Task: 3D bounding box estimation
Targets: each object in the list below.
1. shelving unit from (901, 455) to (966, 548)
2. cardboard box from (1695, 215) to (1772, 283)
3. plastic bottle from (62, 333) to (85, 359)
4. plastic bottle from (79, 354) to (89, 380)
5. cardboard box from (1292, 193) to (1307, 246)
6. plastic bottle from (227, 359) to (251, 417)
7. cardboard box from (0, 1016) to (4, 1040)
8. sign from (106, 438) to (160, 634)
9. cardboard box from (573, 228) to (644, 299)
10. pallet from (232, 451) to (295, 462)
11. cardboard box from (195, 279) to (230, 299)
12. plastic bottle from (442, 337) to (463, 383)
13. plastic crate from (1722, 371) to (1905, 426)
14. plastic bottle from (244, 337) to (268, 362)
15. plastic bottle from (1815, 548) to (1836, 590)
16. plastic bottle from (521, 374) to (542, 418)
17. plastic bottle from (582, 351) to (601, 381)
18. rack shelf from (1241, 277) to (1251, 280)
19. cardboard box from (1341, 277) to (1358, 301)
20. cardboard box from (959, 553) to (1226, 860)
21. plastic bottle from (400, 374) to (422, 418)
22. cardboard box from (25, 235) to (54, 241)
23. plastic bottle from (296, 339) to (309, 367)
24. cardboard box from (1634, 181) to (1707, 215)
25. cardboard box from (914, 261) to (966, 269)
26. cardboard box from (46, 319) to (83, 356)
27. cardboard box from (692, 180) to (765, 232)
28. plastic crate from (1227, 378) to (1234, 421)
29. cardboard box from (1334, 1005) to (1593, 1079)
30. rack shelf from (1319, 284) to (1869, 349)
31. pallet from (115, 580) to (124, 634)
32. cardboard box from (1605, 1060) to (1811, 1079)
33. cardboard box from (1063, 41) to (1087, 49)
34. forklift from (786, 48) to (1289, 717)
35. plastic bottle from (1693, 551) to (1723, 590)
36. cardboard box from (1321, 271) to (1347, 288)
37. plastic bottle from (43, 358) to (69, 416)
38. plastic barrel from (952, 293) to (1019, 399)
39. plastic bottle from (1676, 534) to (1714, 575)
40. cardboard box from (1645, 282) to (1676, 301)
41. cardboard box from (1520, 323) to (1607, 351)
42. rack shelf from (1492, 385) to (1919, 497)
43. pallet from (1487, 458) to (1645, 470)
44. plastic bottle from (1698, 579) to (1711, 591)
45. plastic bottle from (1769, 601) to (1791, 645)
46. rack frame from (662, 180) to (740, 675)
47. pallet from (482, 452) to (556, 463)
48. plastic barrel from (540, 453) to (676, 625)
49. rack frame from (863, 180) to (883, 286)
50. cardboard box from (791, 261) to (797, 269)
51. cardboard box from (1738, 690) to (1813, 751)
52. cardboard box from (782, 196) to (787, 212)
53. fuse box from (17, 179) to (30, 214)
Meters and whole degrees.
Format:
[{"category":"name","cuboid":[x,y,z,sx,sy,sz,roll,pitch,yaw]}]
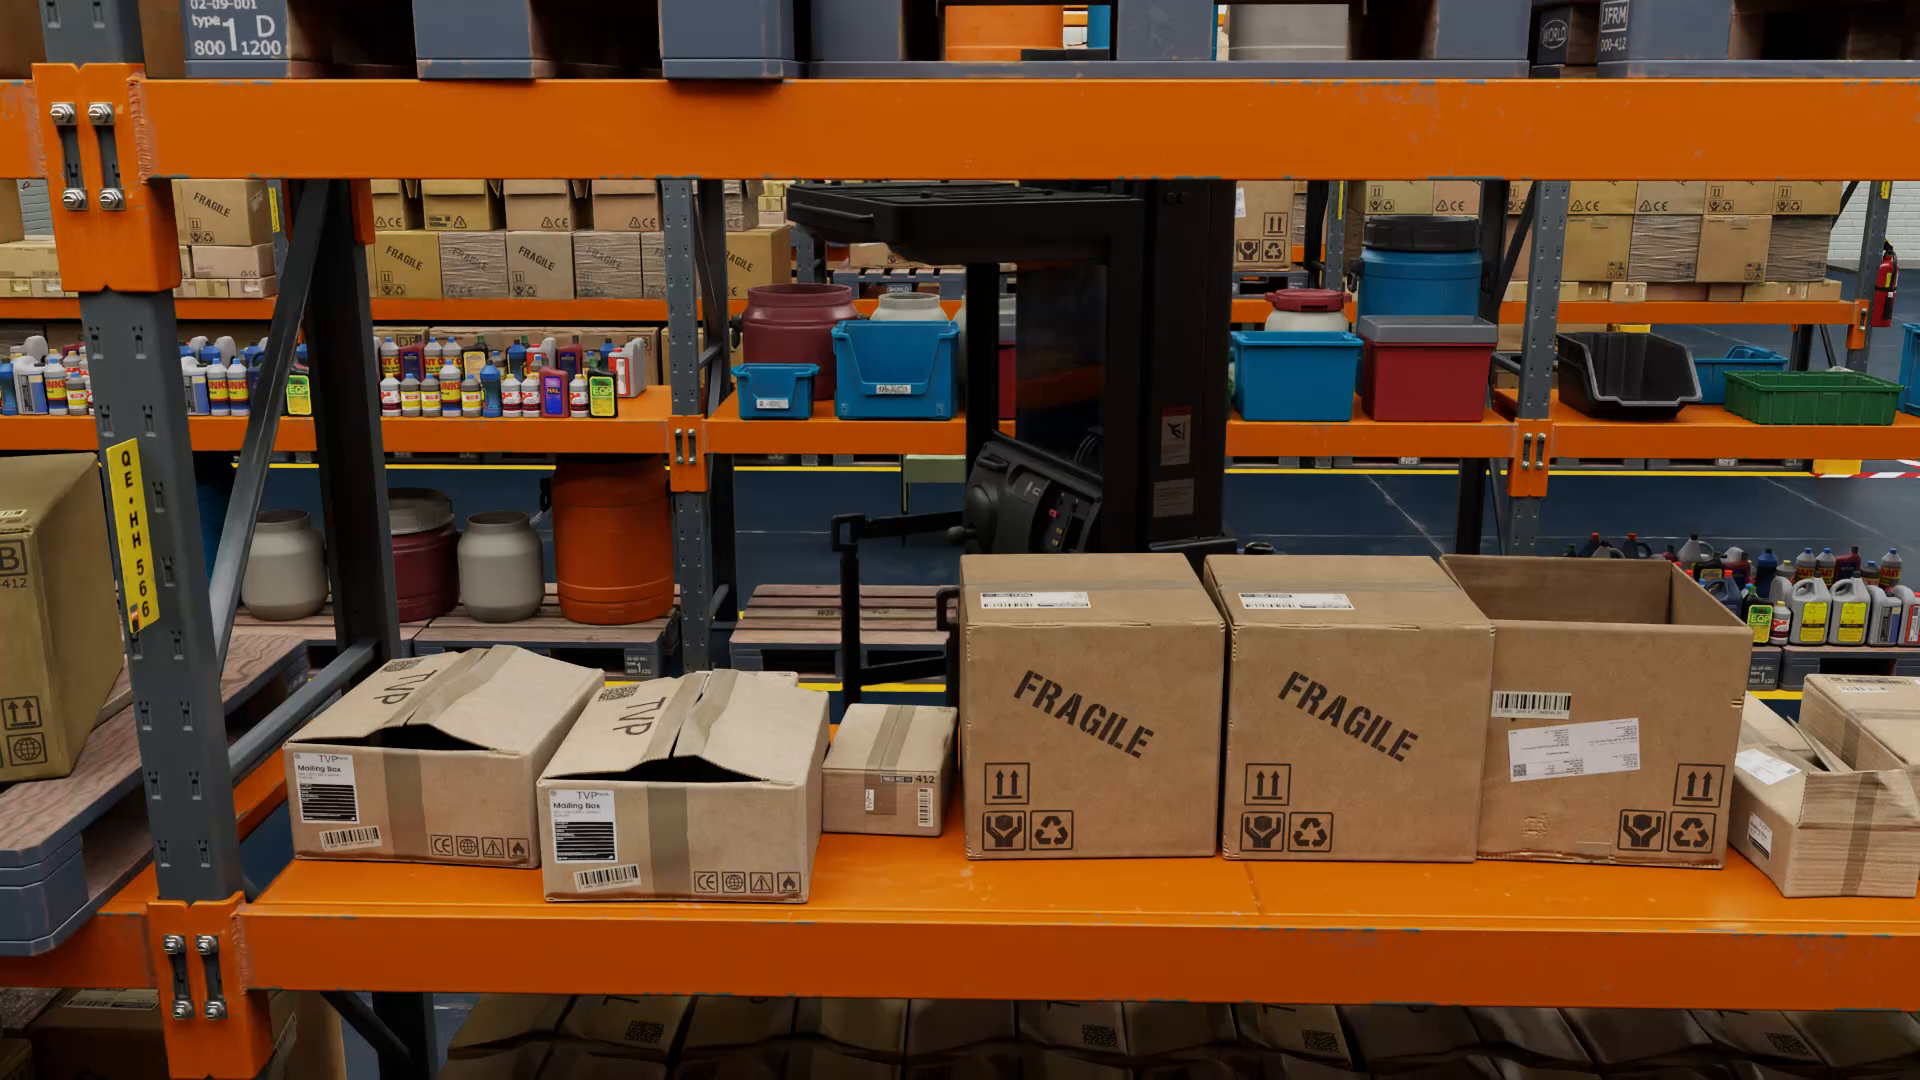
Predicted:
[{"category":"shelving unit","cuboid":[0.007,-0.725,10.649,0.755,1.500,0.431,0,15,1]},{"category":"cardboard box","cuboid":[5.780,-2.274,12.801,0.500,0.500,0.875,0,15,1]},{"category":"plastic bottle","cuboid":[-4.656,-0.947,8.780,0.133,0.283,0.061,0,15,1]},{"category":"plastic bottle","cuboid":[-4.508,-0.863,8.622,0.097,0.201,0.097,0,15,0]},{"category":"cardboard box","cuboid":[3.430,-3.462,17.789,0.550,0.550,0.875,0,15,1]},{"category":"plastic bottle","cuboid":[-3.468,-0.735,8.000,0.097,0.271,0.097,0,15,0]},{"category":"cardboard box","cuboid":[-2.419,1.063,3.498,0.500,0.250,0.500,1,15,4]},{"category":"sign","cuboid":[-1.427,-0.008,2.875,0.005,0.325,0.100,0,15,1]},{"category":"cardboard box","cuboid":[-2.683,-2.146,12.900,0.500,0.500,0.500,0,15,0]},{"category":"pallet","cuboid":[-5.922,-0.853,13.661,1.213,0.211,1.003,0,15,1]},{"category":"cardboard box","cuboid":[-5.735,-1.975,12.940,0.250,0.149,0.380,1,15,3]},{"category":"plastic bottle","cuboid":[-2.658,-0.924,8.714,0.097,0.271,0.097,0,15,0]},{"category":"plastic crate","cuboid":[4.057,-0.678,7.947,0.662,0.188,0.450,0,15,1]},{"category":"plastic bottle","cuboid":[-3.653,-0.926,8.712,0.135,0.276,0.152,0,15,1]},{"category":"plastic bottle","cuboid":[4.558,0.177,8.774,0.097,0.271,0.097,0,15,0]},{"category":"plastic bottle","cuboid":[-2.053,-0.692,7.974,0.097,0.201,0.097,0,15,0]},{"category":"plastic bottle","cuboid":[-1.929,-0.885,8.705,0.097,0.201,0.097,0,15,0]},{"category":"rack shelf","cuboid":[1.062,-3.054,17.946,4.000,0.370,1.077,0,15,1]},{"category":"cardboard box","cuboid":[3.041,-1.925,12.749,0.250,0.149,0.380,0,15,1]},{"category":"cardboard box","cuboid":[0.256,0.334,3.498,0.500,0.500,0.500,0,15,-2]},{"category":"plastic bottle","cuboid":[-2.637,-0.696,7.988,0.097,0.201,0.097,0,15,0]},{"category":"cardboard box","cuboid":[-7.656,-2.332,13.510,0.500,0.250,0.500,0,15,0]},{"category":"plastic bottle","cuboid":[-3.404,-0.913,8.674,0.097,0.271,0.097,0,15,0]},{"category":"cardboard box","cuboid":[5.276,-2.721,12.533,0.500,0.500,0.500,0,15,1]},{"category":"cardboard box","cuboid":[-0.064,-2.431,13.154,0.500,0.500,0.700,3,15,10]},{"category":"cardboard box","cuboid":[-6.722,-1.383,13.544,0.875,0.875,0.875,0,15,1]},{"category":"cardboard box","cuboid":[-1.896,-2.693,13.005,0.637,0.503,0.797,1,15,3]},{"category":"plastic crate","cuboid":[0.959,-0.699,8.023,0.662,0.188,0.450,0,15,1]},{"category":"cardboard box","cuboid":[1.152,1.183,3.944,0.500,0.311,0.500,0,15,0]},{"category":"rack shelf","cuboid":[4.833,-1.764,13.056,4.000,0.370,1.077,0,15,1]},{"category":"pallet","cuboid":[-4.520,0.450,8.720,1.213,0.211,1.003,0,15,1]},{"category":"cardboard box","cuboid":[1.644,1.325,3.403,0.500,0.311,0.500,1,15,3]},{"category":"cardboard box","cuboid":[1.303,-5.003,17.198,0.500,0.311,0.500,0,15,-1]},{"category":"forklift","cuboid":[0.044,-0.102,5.479,3.031,2.935,1.130,-6,16,-22]},{"category":"plastic bottle","cuboid":[3.896,0.199,8.667,0.133,0.283,0.061,0,15,1]},{"category":"cardboard box","cuboid":[3.056,-2.077,13.324,0.250,0.149,0.380,0,15,1]},{"category":"plastic bottle","cuboid":[-4.357,-0.741,8.022,0.097,0.271,0.097,0,15,0]},{"category":"plastic barrel","cuboid":[0.163,-0.987,8.481,0.421,0.512,0.421,0,15,0]},{"category":"plastic bottle","cuboid":[3.873,0.140,8.758,0.185,0.351,0.144,0,15,1]},{"category":"cardboard box","cuboid":[5.292,-1.930,12.769,0.250,0.149,0.380,0,15,1]},{"category":"cardboard box","cuboid":[6.380,-2.526,17.877,0.875,0.875,0.875,0,15,2]},{"category":"rack shelf","cuboid":[4.706,-0.501,8.268,4.000,0.370,1.077,0,15,1]},{"category":"pallet","cuboid":[4.728,-0.774,13.359,1.213,0.211,1.003,0,15,1]},{"category":"plastic bottle","cuboid":[3.651,0.326,8.210,0.097,0.271,0.097,0,15,0]},{"category":"plastic bottle","cuboid":[3.974,0.399,8.071,0.097,0.201,0.097,0,15,0]},{"category":"rack frame","cuboid":[-1.292,-0.888,8.325,0.127,3.000,1.000,0,15,1]},{"category":"pallet","cuboid":[-3.168,-0.836,13.593,1.213,0.211,1.003,0,15,1]},{"category":"plastic barrel","cuboid":[-1.781,-0.040,8.544,0.708,0.830,0.600,0,15,1]},{"category":"rack frame","cuboid":[-0.938,-3.415,17.904,0.127,3.000,1.000,0,15,1]},{"category":"cardboard box","cuboid":[-2.492,-3.886,23.032,0.875,0.875,0.875,1,15,2]},{"category":"cardboard box","cuboid":[1.696,0.465,3.690,0.250,0.149,0.380,0,15,1]},{"category":"cardboard box","cuboid":[-1.710,-3.529,17.422,0.250,0.149,0.380,1,15,4]},{"category":"fuse box","cuboid":[-14.348,-4.673,25.197,0.414,1.711,0.539,0,15,1]}]
